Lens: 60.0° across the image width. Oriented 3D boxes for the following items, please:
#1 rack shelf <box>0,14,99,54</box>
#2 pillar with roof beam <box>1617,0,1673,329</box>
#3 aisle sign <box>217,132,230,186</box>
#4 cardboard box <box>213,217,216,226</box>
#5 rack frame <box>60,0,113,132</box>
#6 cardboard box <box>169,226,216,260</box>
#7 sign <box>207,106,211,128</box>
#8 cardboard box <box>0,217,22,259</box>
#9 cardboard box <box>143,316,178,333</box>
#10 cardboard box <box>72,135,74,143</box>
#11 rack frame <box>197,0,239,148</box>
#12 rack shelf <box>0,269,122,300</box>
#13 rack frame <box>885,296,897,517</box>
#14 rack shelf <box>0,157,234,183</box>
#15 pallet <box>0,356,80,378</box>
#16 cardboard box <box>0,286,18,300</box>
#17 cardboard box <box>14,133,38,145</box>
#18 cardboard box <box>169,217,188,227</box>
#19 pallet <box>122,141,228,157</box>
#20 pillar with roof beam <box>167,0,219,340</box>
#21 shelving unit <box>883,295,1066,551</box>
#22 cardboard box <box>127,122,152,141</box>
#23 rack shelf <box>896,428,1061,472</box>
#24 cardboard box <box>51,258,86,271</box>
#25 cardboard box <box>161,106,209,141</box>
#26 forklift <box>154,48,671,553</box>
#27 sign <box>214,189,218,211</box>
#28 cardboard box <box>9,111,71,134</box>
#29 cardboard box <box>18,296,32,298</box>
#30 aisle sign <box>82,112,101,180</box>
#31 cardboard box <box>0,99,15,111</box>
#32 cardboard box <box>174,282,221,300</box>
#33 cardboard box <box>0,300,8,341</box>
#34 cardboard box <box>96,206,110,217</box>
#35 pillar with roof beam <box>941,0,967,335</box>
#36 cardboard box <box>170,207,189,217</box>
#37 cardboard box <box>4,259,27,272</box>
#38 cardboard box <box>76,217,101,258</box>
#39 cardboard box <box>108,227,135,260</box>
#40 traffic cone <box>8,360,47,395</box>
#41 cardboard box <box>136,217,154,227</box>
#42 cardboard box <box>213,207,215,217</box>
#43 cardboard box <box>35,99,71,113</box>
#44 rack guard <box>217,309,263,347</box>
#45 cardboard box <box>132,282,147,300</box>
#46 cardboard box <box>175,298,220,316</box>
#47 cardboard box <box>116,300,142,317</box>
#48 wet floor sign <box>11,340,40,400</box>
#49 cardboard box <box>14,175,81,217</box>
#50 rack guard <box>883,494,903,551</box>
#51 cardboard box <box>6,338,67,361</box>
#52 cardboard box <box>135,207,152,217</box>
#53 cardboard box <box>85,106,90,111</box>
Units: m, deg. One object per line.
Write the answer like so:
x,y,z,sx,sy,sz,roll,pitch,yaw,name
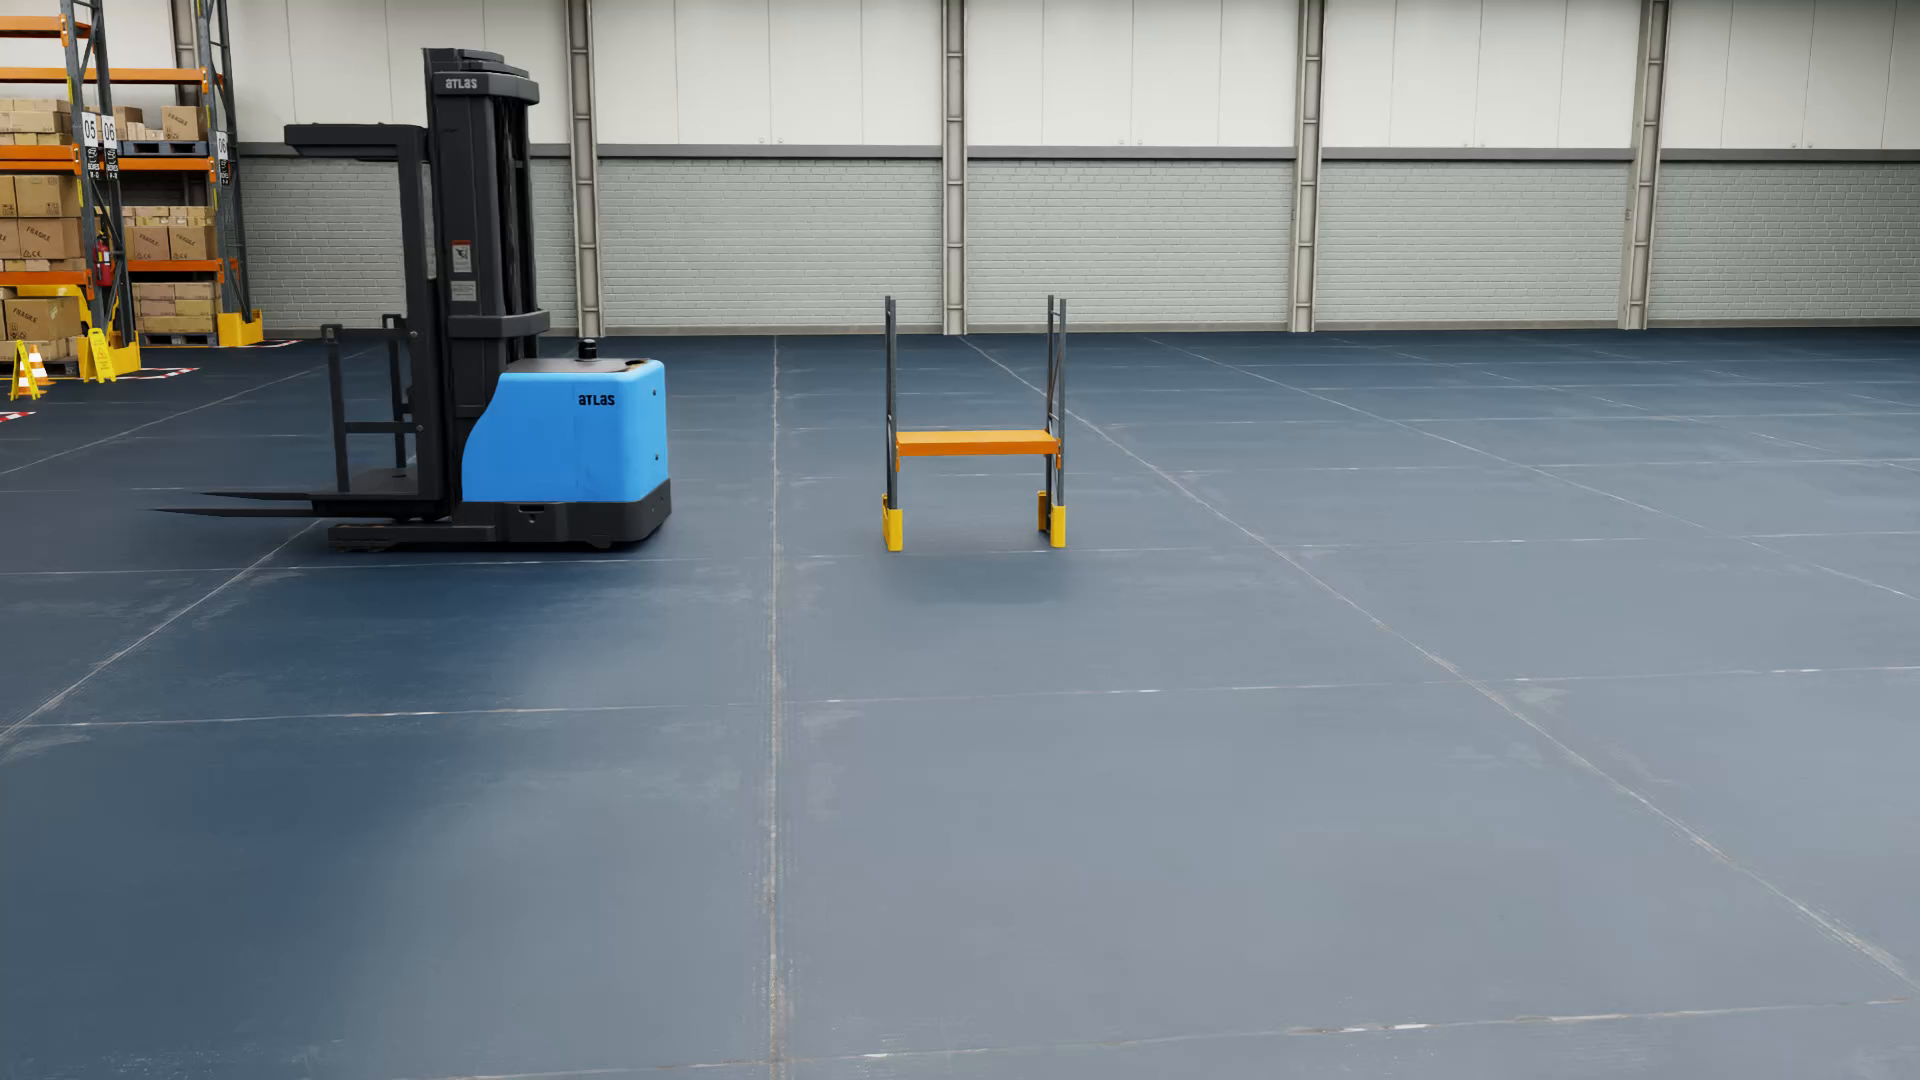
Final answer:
-12.683,-6.132,20.105,4.000,0.370,1.077,-1,11,-6,rack shelf
12.300,-7.313,24.238,0.400,9.000,9.100,-1,11,-6,pillar with roof beam
-11.138,-5.757,25.137,0.004,0.787,0.394,-1,11,-6,aisle sign
-11.600,-4.947,25.812,0.250,0.149,0.380,-1,11,-8,cardboard box
-10.695,-6.528,20.247,0.127,3.000,1.000,-1,11,-6,rack frame
-11.696,-4.525,25.350,0.500,0.500,0.500,-1,11,-7,cardboard box
-11.190,-6.300,24.770,0.005,0.325,0.100,-1,11,-6,sign
-11.703,-3.706,20.413,0.500,0.500,0.500,-1,11,-6,cardboard box
-12.163,-3.314,25.491,0.500,0.250,0.500,-1,11,-6,cardboard box
-11.060,-4.989,20.842,0.250,0.149,0.380,-1,11,-6,cardboard box
-11.235,-7.480,25.089,0.127,3.000,1.000,-1,11,-6,rack frame
-12.683,-3.190,20.683,4.000,0.370,1.077,-1,11,-6,rack shelf
-0.421,-0.727,10.179,0.032,1.500,0.500,-1,11,-6,rack frame
-13.223,-5.614,25.236,4.000,0.370,1.077,-1,11,-6,rack shelf
-11.582,-2.205,21.035,1.213,0.211,1.003,-1,11,-6,pallet
-11.821,-3.041,20.472,0.250,0.149,0.380,-1,11,-4,cardboard box
-11.263,-4.861,20.192,0.250,0.149,0.380,-1,11,-6,cardboard box
-11.800,-4.832,25.229,0.250,0.149,0.380,-1,11,-5,cardboard box
-11.940,-5.955,25.337,1.213,0.211,1.003,-1,11,-6,pallet
-11.559,-6.813,21.695,0.400,9.000,9.100,-1,11,-6,pillar with roof beam
0.076,-0.738,10.231,1.083,1.500,0.587,-1,11,-6,shelving unit
-12.278,-6.117,24.930,0.258,0.266,0.396,-1,11,-6,cardboard box
0.085,-0.561,10.267,1.000,0.185,0.538,-1,11,-6,rack shelf
-11.044,-3.413,20.602,0.250,0.149,0.380,-1,11,-4,cardboard box
-11.648,-6.257,25.034,0.500,0.500,0.500,-1,11,-4,cardboard box
-3.411,-1.464,10.219,3.031,2.935,1.130,0,11,1,forklift
-11.190,-5.117,25.002,0.005,0.325,0.100,-1,11,-6,sign
-11.175,-5.067,20.205,0.500,0.250,0.500,-1,11,-7,cardboard box
-12.070,-2.833,21.100,0.500,0.500,0.500,-2,11,-8,cardboard box
-10.602,-4.806,20.299,0.004,0.787,0.394,-1,11,-6,aisle sign
-11.511,-5.254,20.125,0.250,0.149,0.380,-1,11,-7,cardboard box
-11.659,-3.815,25.443,0.500,0.250,0.500,-1,11,-4,cardboard box
-11.982,-2.731,20.580,0.500,0.500,0.500,-1,11,-4,cardboard box
-12.826,-4.956,25.090,0.250,0.149,0.380,-1,11,-5,cardboard box
0.371,-7.063,22.966,0.400,9.000,9.100,-1,11,-6,pillar with roof beam
-11.810,-4.991,25.267,0.250,0.149,0.380,-1,11,-6,cardboard box
-11.541,-3.385,20.461,0.250,0.149,0.380,-1,11,-7,cardboard box
-11.196,-3.823,21.008,0.500,0.500,0.500,-1,11,-7,cardboard box
-12.722,-4.505,25.249,0.500,0.500,0.500,-1,11,-7,cardboard box
-10.525,-1.878,18.720,0.334,0.463,0.336,-1,11,-6,traffic cone
-12.312,-4.835,25.246,0.250,0.149,0.380,-1,11,-6,cardboard box
-11.592,-5.084,25.739,0.250,0.149,0.380,-1,11,-7,cardboard box
-10.999,-5.261,20.160,0.250,0.149,0.380,-1,11,-6,cardboard box
-11.211,-3.310,25.911,0.348,0.500,1.175,-1,11,-6,rack guard
-12.666,-3.790,25.320,0.500,0.250,0.500,-1,11,-5,cardboard box
-11.685,-3.569,25.488,0.500,0.250,0.500,-1,11,-7,cardboard box
-12.696,-3.545,25.370,0.500,0.250,0.500,-1,11,-7,cardboard box
-10.245,-1.863,18.170,0.232,0.644,0.267,-3,12,-16,wet floor sign
-11.179,-4.218,20.424,0.500,0.500,0.700,-1,11,-7,cardboard box
-0.419,-0.114,10.299,0.087,0.250,0.587,-1,11,-6,rack guard
-11.493,-2.373,20.700,0.500,0.250,0.500,-1,11,-6,cardboard box
-12.323,-4.989,25.259,0.250,0.149,0.380,-1,11,-6,cardboard box
-13.263,-6.251,24.998,0.637,0.503,0.797,-1,11,-4,cardboard box
